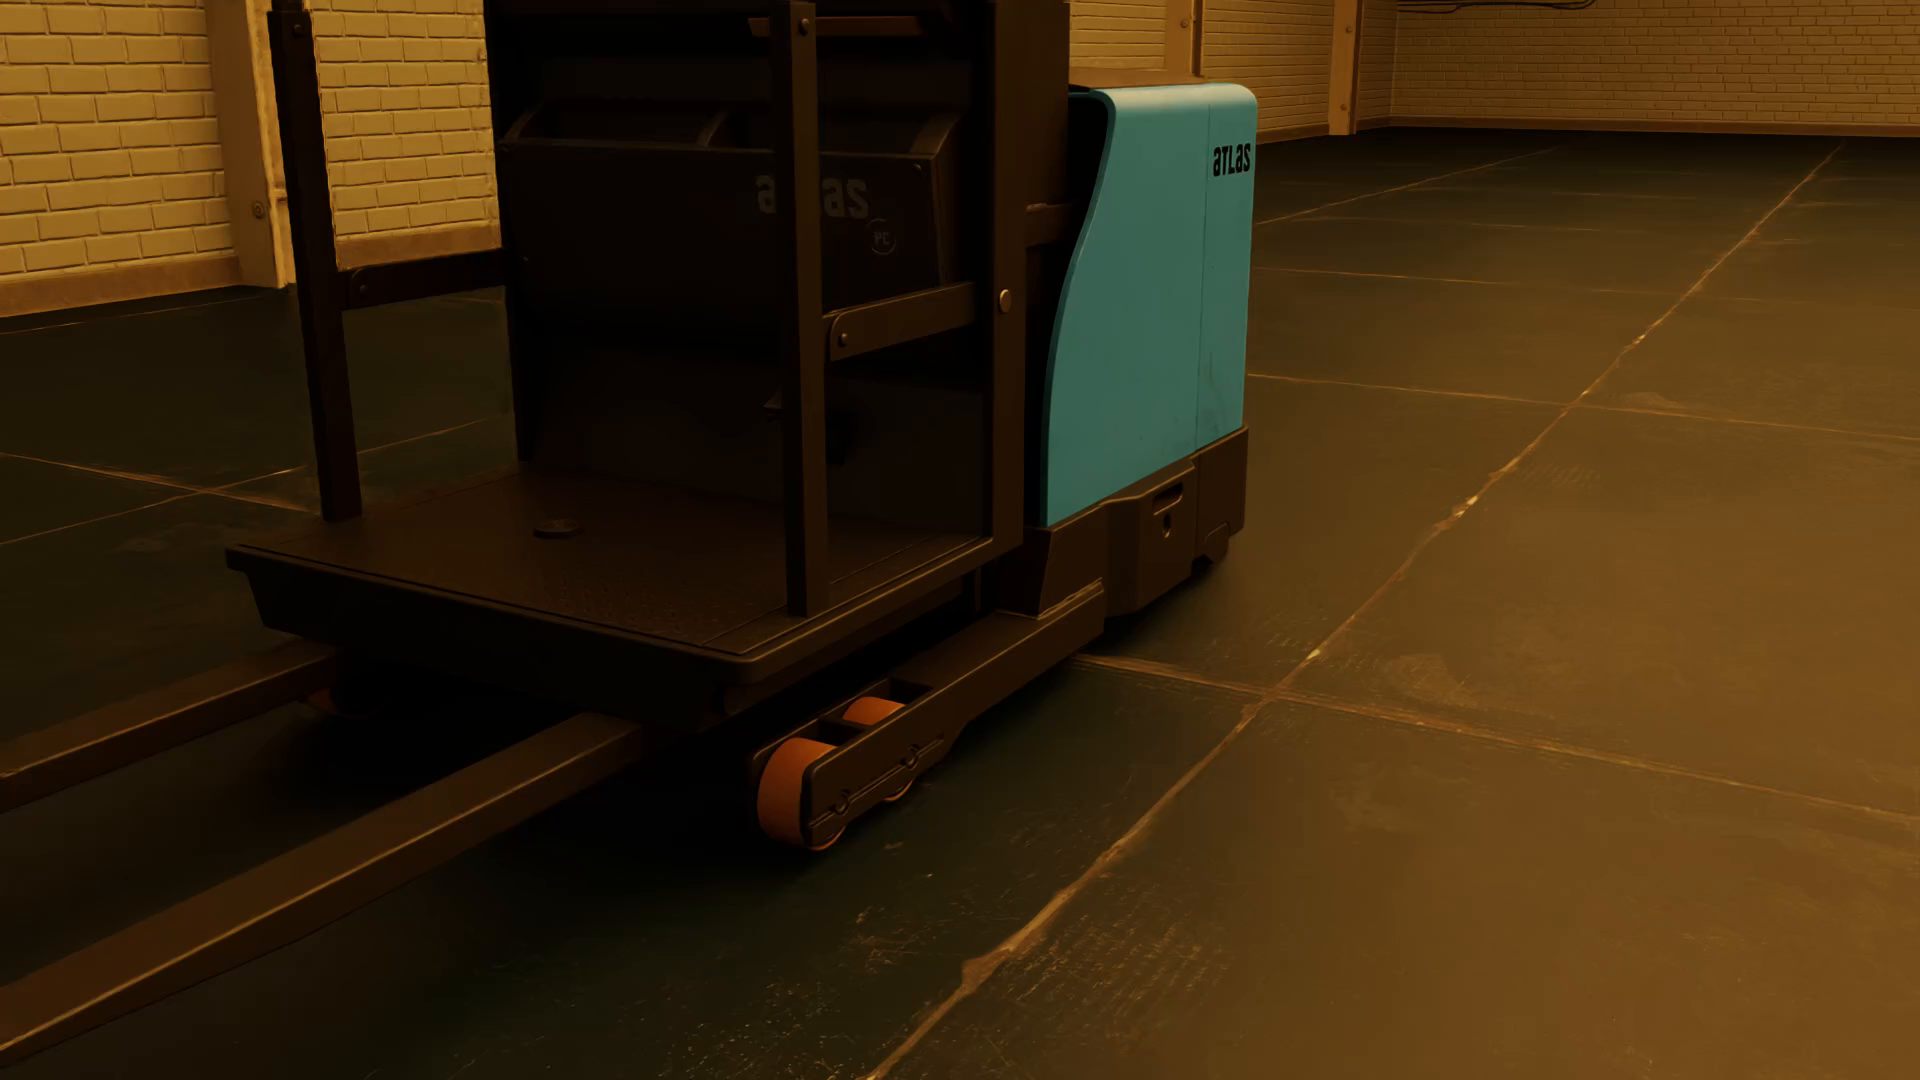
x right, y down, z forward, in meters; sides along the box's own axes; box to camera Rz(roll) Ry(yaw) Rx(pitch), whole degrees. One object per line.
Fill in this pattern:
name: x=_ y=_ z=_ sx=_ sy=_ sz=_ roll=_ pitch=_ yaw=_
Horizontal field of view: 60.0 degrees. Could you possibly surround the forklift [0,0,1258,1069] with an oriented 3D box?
forklift: x=-0.513 y=-1.092 z=2.559 sx=1.130 sy=2.935 sz=3.031 roll=9 pitch=19 yaw=29
